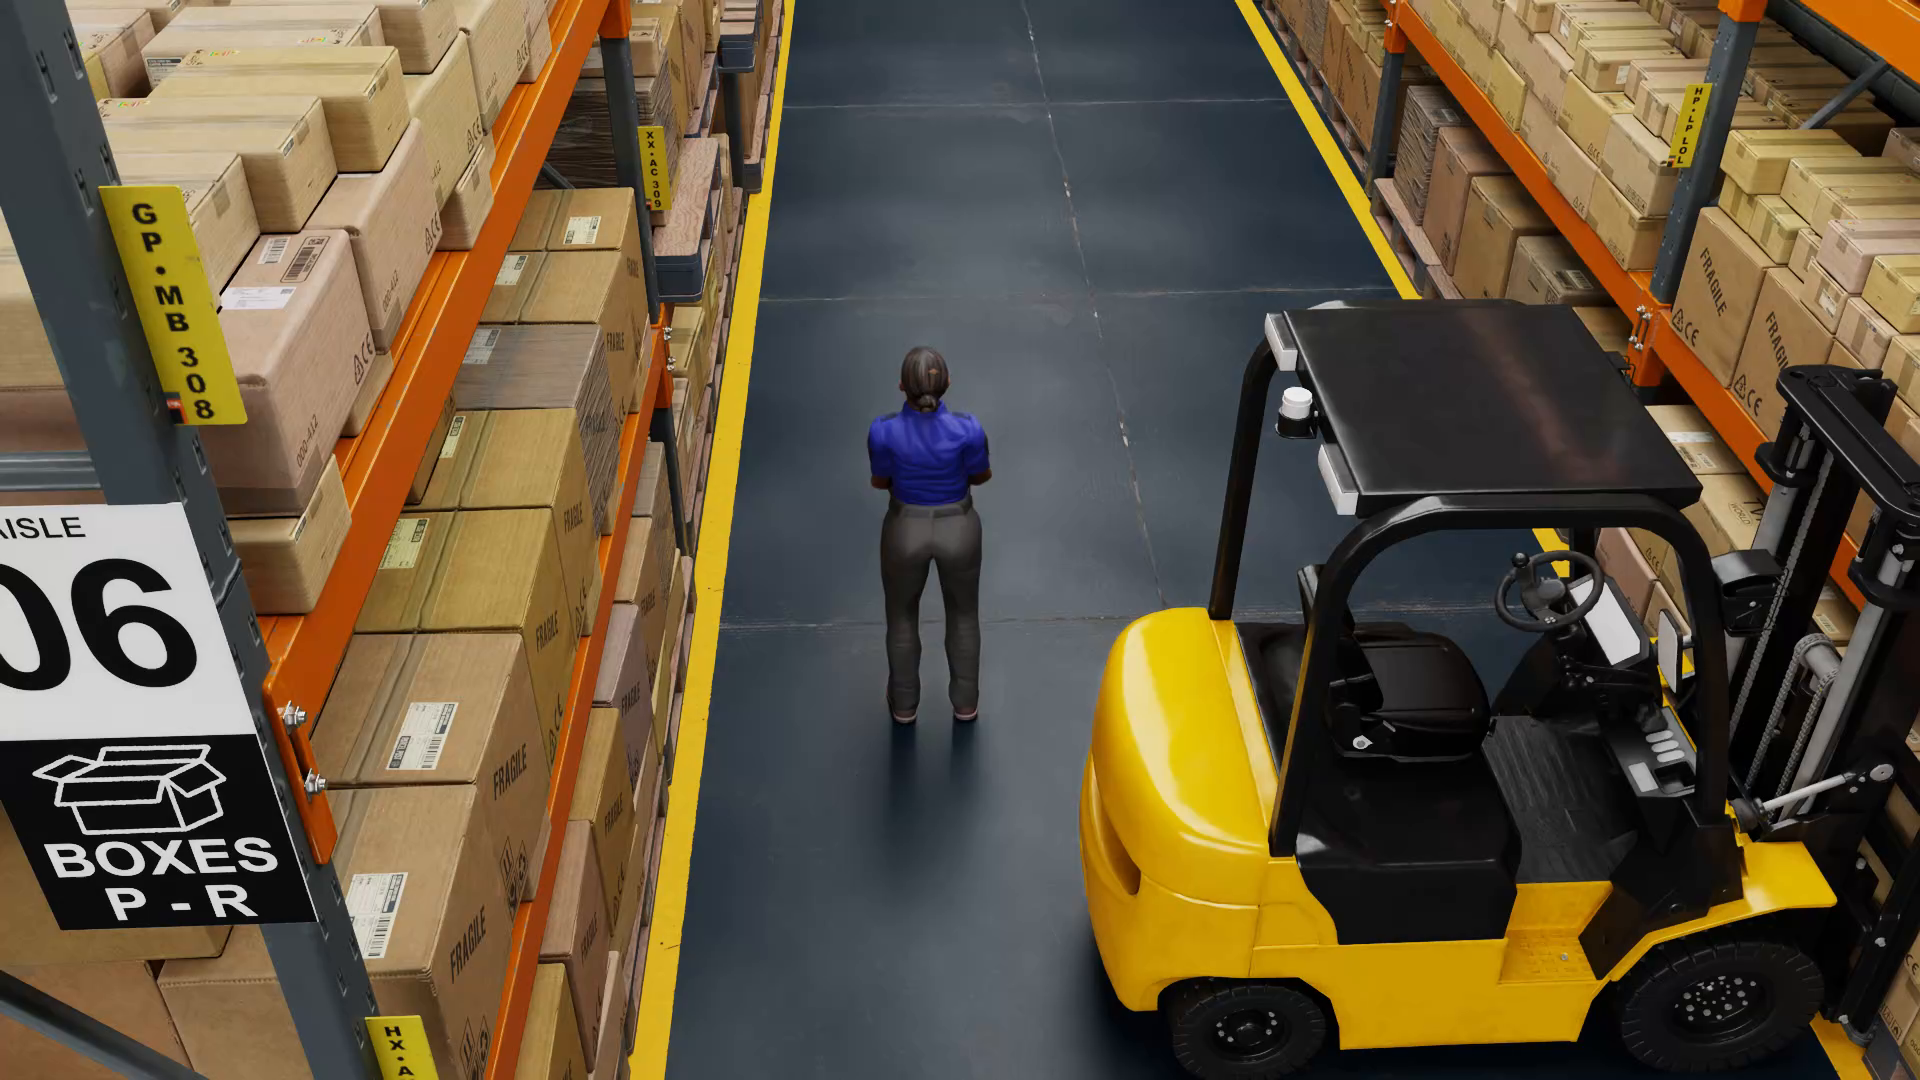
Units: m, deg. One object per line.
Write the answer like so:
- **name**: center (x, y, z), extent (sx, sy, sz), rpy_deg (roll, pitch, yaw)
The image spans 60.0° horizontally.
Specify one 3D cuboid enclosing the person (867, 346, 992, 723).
- **person**: center (-0.106, -0.056, 6.238), extent (0.444, 1.649, 0.514), rpy_deg (-1, 35, -2)
